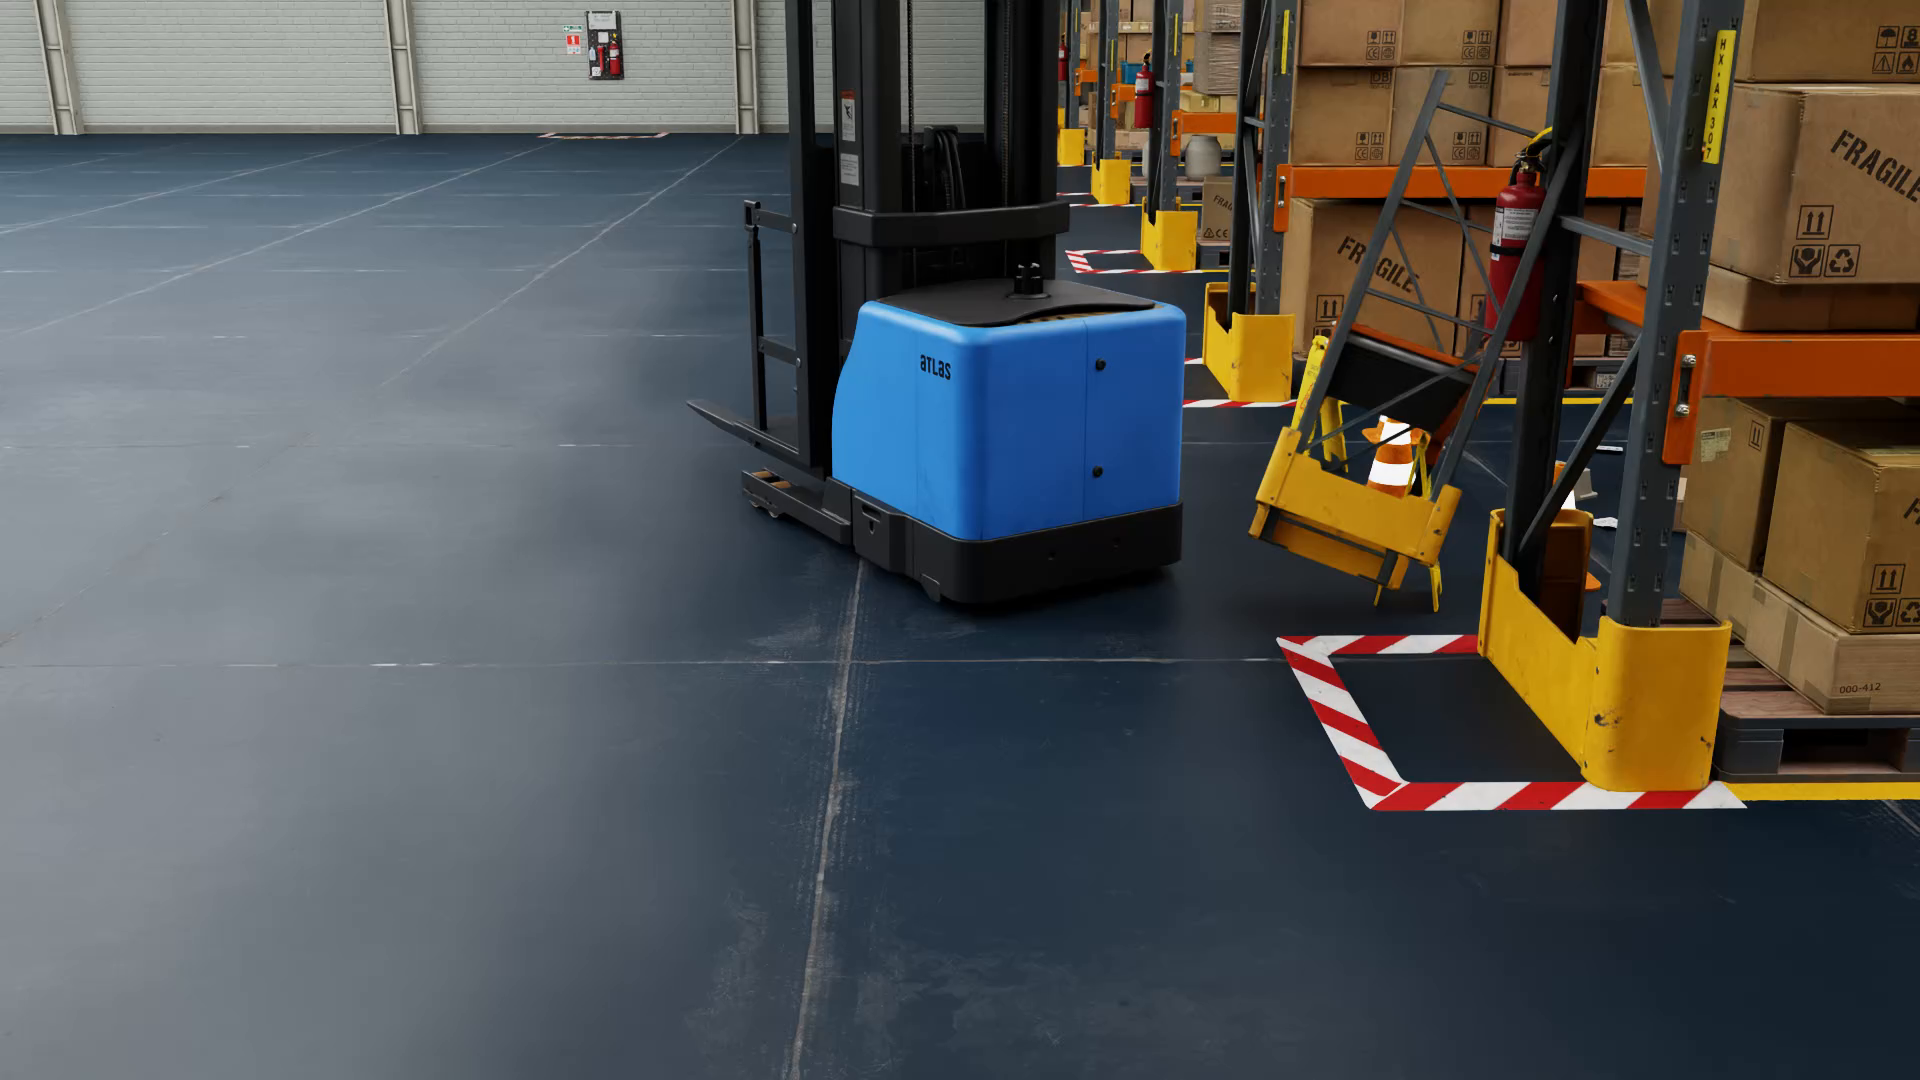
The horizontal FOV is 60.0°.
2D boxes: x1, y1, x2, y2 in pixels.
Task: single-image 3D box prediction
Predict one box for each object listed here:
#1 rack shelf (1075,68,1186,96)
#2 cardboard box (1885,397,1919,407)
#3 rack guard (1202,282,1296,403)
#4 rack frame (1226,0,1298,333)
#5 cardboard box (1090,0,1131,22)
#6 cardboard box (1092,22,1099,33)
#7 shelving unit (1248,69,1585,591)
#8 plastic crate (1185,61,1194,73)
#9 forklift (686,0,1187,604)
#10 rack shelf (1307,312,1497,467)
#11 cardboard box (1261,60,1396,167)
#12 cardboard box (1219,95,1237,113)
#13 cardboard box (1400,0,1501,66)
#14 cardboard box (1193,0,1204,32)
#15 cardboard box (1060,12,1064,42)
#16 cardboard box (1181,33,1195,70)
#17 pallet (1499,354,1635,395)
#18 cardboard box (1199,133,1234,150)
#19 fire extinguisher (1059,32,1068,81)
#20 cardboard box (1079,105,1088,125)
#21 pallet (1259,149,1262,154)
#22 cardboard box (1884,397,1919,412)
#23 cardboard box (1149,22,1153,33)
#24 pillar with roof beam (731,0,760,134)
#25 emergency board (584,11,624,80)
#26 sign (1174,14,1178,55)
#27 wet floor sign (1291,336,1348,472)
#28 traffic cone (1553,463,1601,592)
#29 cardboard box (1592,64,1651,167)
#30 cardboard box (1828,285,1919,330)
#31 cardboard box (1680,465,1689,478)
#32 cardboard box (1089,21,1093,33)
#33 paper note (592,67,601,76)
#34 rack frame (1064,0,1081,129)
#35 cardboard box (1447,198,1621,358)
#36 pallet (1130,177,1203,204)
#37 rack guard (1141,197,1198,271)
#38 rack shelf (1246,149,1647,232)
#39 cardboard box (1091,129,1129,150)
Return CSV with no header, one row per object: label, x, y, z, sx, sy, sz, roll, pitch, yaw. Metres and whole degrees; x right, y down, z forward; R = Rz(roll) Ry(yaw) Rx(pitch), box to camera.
rack shelf,3.612,-6.601,23.892,4.000,0.370,1.077,0,18,-1
cardboard box,3.084,-0.544,5.358,0.250,0.149,0.380,0,18,1
rack guard,1.718,-1.203,9.978,0.348,0.500,1.175,0,18,-1
rack frame,1.742,-2.393,9.597,0.127,3.000,1.000,0,18,-1
cardboard box,2.132,-7.598,23.535,0.500,0.500,0.700,0,18,-1
cardboard box,2.008,-7.227,23.439,0.250,0.149,0.380,0,18,-1
shelving unit,1.557,-0.665,5.761,0.587,1.500,1.083,21,-3,10
plastic crate,2.832,-5.446,19.356,0.408,0.251,0.499,0,18,-1
forklift,-0.327,-1.557,7.104,1.130,2.935,3.031,-11,21,-30
rack shelf,1.489,-0.499,5.744,0.538,0.185,1.000,21,-3,10
cardboard box,2.112,-2.480,9.623,0.550,0.550,0.875,0,18,-1
cardboard box,2.304,-3.713,14.122,0.250,0.149,0.380,0,18,-1
cardboard box,2.662,-2.999,9.474,0.550,0.550,0.875,0,18,-1
cardboard box,2.311,-4.652,14.351,0.500,0.500,0.500,0,18,-1
cardboard box,1.998,-8.809,28.584,0.500,0.500,0.500,0,18,-1
cardboard box,3.101,-6.985,23.746,0.500,0.500,0.700,0,18,0
pallet,3.757,-1.098,10.125,1.213,0.211,1.003,0,18,-1
cardboard box,3.652,-5.766,23.926,0.500,0.250,0.500,0,18,-1
fire extinguisher,1.486,-7.038,24.205,0.183,0.674,0.296,0,18,-1
cardboard box,2.223,-7.352,28.737,0.500,0.311,0.500,-2,18,-7
pallet,4.816,-5.635,24.266,1.213,0.211,1.003,0,18,-1
cardboard box,3.240,-0.217,5.398,0.500,0.500,0.500,0,18,1
cardboard box,2.773,-7.230,23.450,0.250,0.149,0.380,-1,18,-2
pillar with roof beam,-3.715,-10.227,24.198,0.400,9.000,9.100,0,18,-1
emergency board,-6.254,-8.685,29.212,0.643,1.169,0.194,0,18,-1
sign,1.773,-4.155,13.672,0.005,0.325,0.100,0,18,-1
wet floor sign,1.744,-0.667,8.071,0.232,0.644,0.267,-3,18,-10
traffic cone,2.331,-0.070,6.508,0.334,0.463,0.336,0,18,-1
cardboard box,3.753,-2.469,9.588,0.500,0.550,0.875,0,18,-1
cardboard box,2.516,-0.706,4.749,0.250,0.149,0.380,0,18,0
cardboard box,3.637,-0.475,7.704,0.637,0.503,0.797,-15,23,-39
cardboard box,1.991,-7.351,23.825,0.250,0.149,0.380,-1,18,-2
paper note,-6.433,-8.286,29.409,0.142,0.148,0.016,0,18,-1
rack frame,1.612,-6.934,23.752,0.127,3.000,1.000,0,18,-1
cardboard box,3.299,-1.610,9.946,0.875,0.875,0.875,-1,18,-2
pallet,2.574,-4.110,19.515,1.213,0.211,1.003,0,18,-1
rack guard,1.841,-2.719,14.704,0.348,0.500,1.175,0,18,-1
rack shelf,3.742,-2.060,9.737,4.000,0.370,1.077,0,18,-1
cardboard box,2.152,-5.759,23.905,0.500,0.250,0.500,0,18,-1
